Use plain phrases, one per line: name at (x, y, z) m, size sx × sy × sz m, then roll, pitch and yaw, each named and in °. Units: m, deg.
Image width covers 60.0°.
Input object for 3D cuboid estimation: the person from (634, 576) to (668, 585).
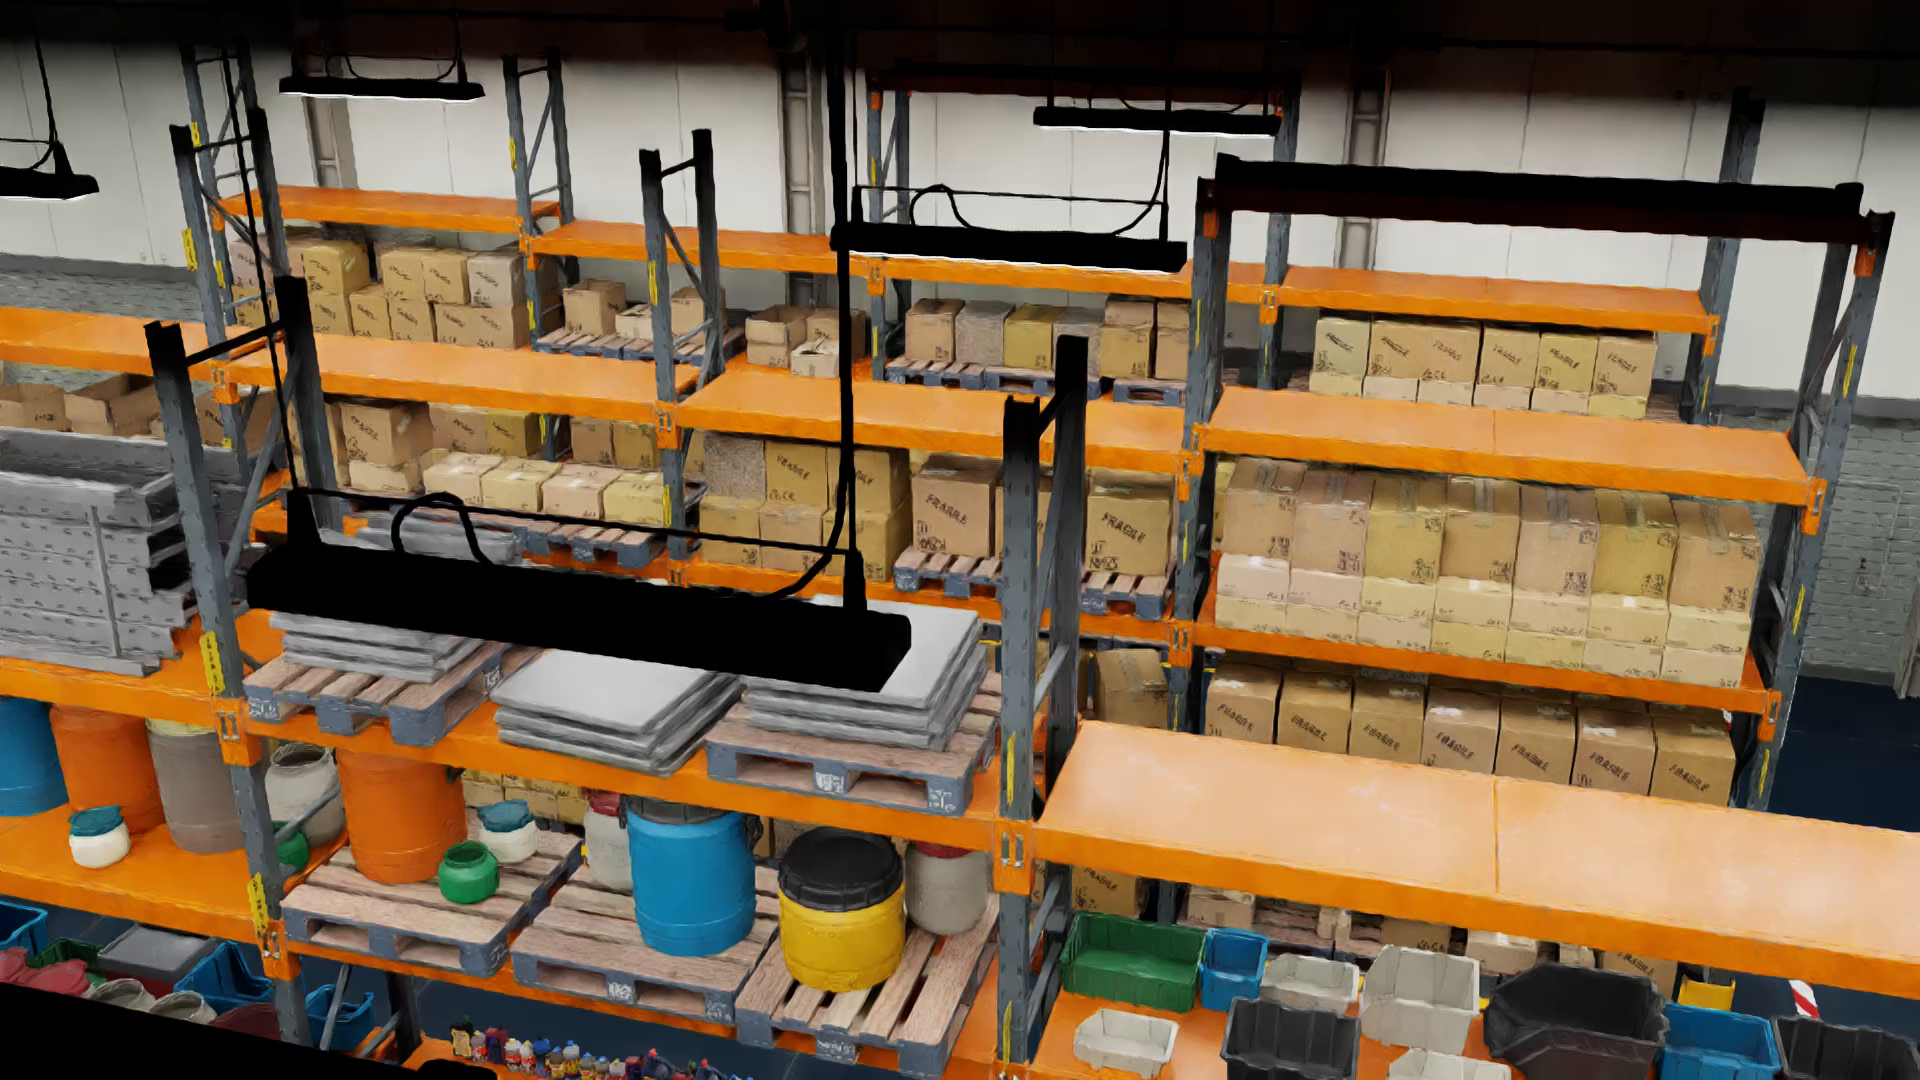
person at (-2.951, 0.901, 16.383) m, size 0.574 × 1.726 × 0.677 m, roll 5°, pitch 23°, yaw 13°
